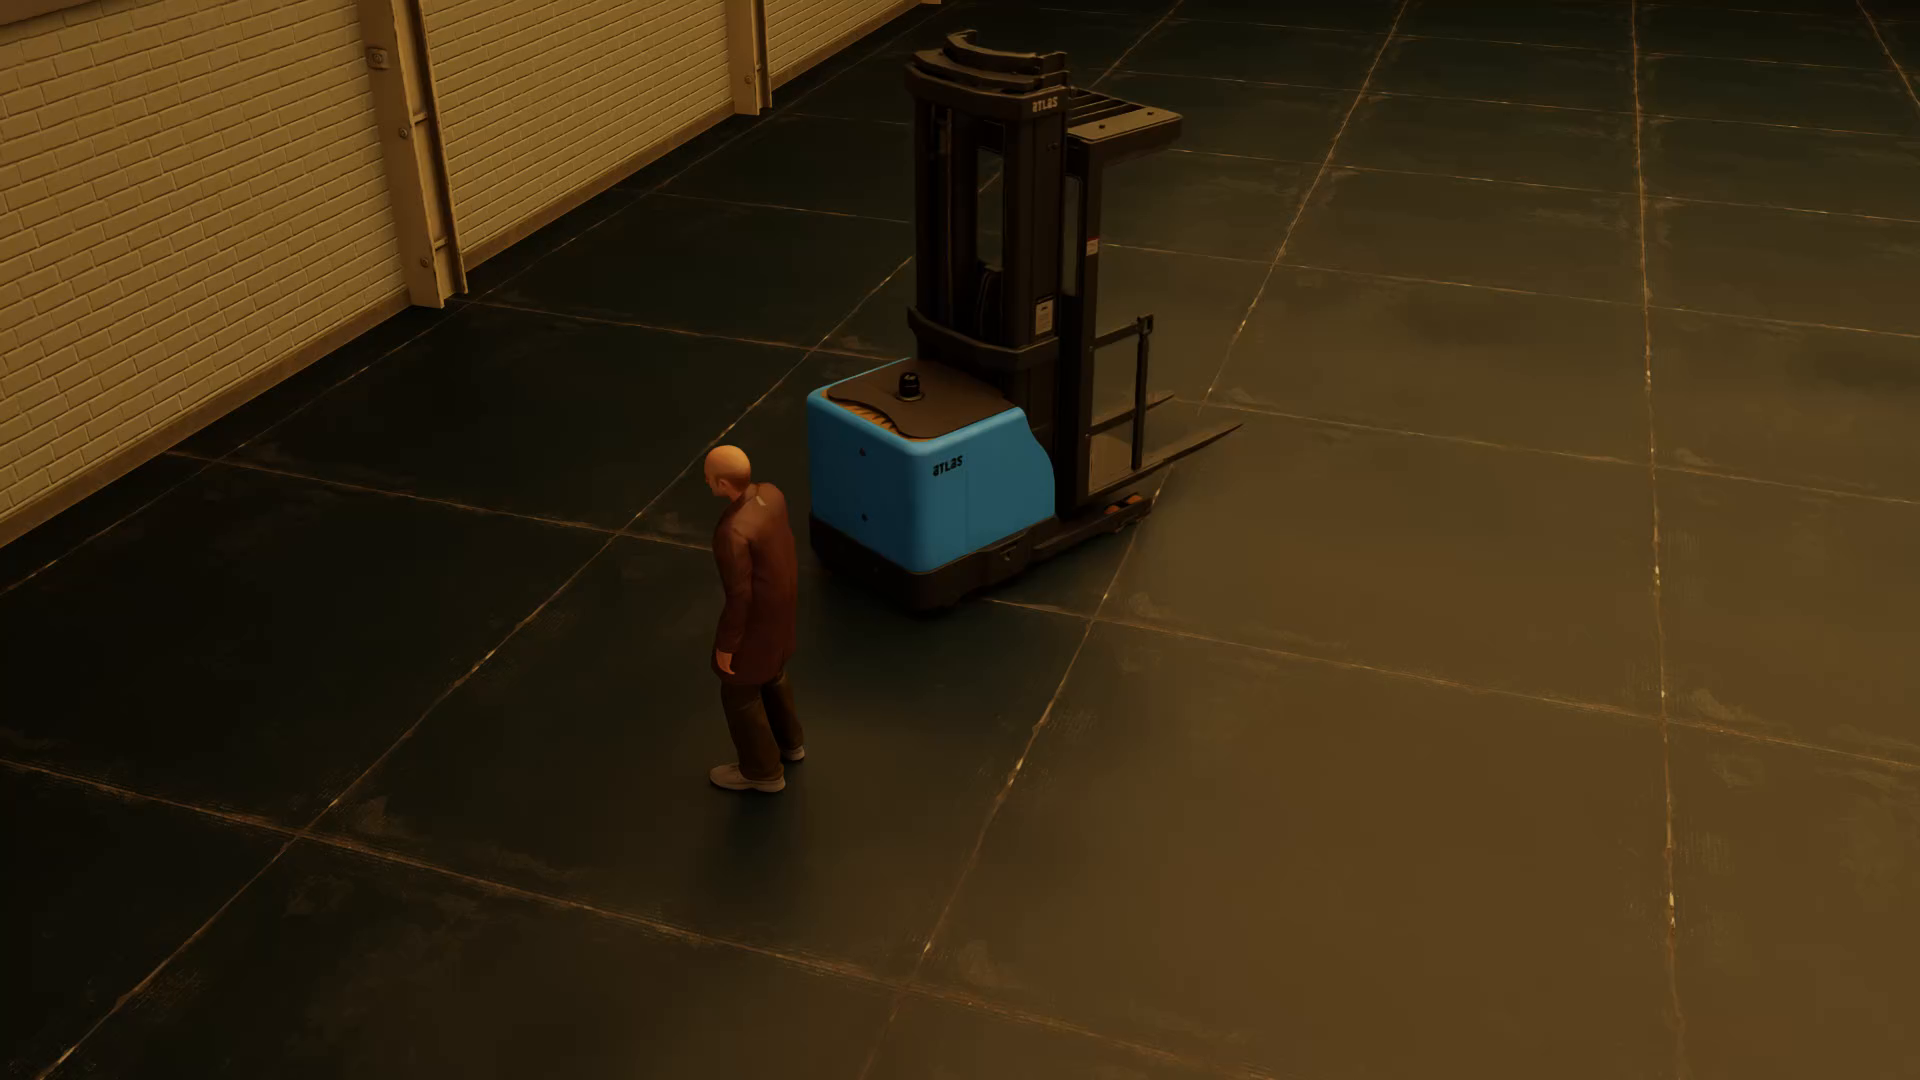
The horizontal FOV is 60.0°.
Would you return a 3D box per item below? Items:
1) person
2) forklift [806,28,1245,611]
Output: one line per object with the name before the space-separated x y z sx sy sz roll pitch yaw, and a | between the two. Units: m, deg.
person | -0.962 0.361 7.673 0.430 1.772 0.644 10 31 16
forklift | 0.547 -1.489 9.748 3.031 2.935 1.130 -24 38 -36
